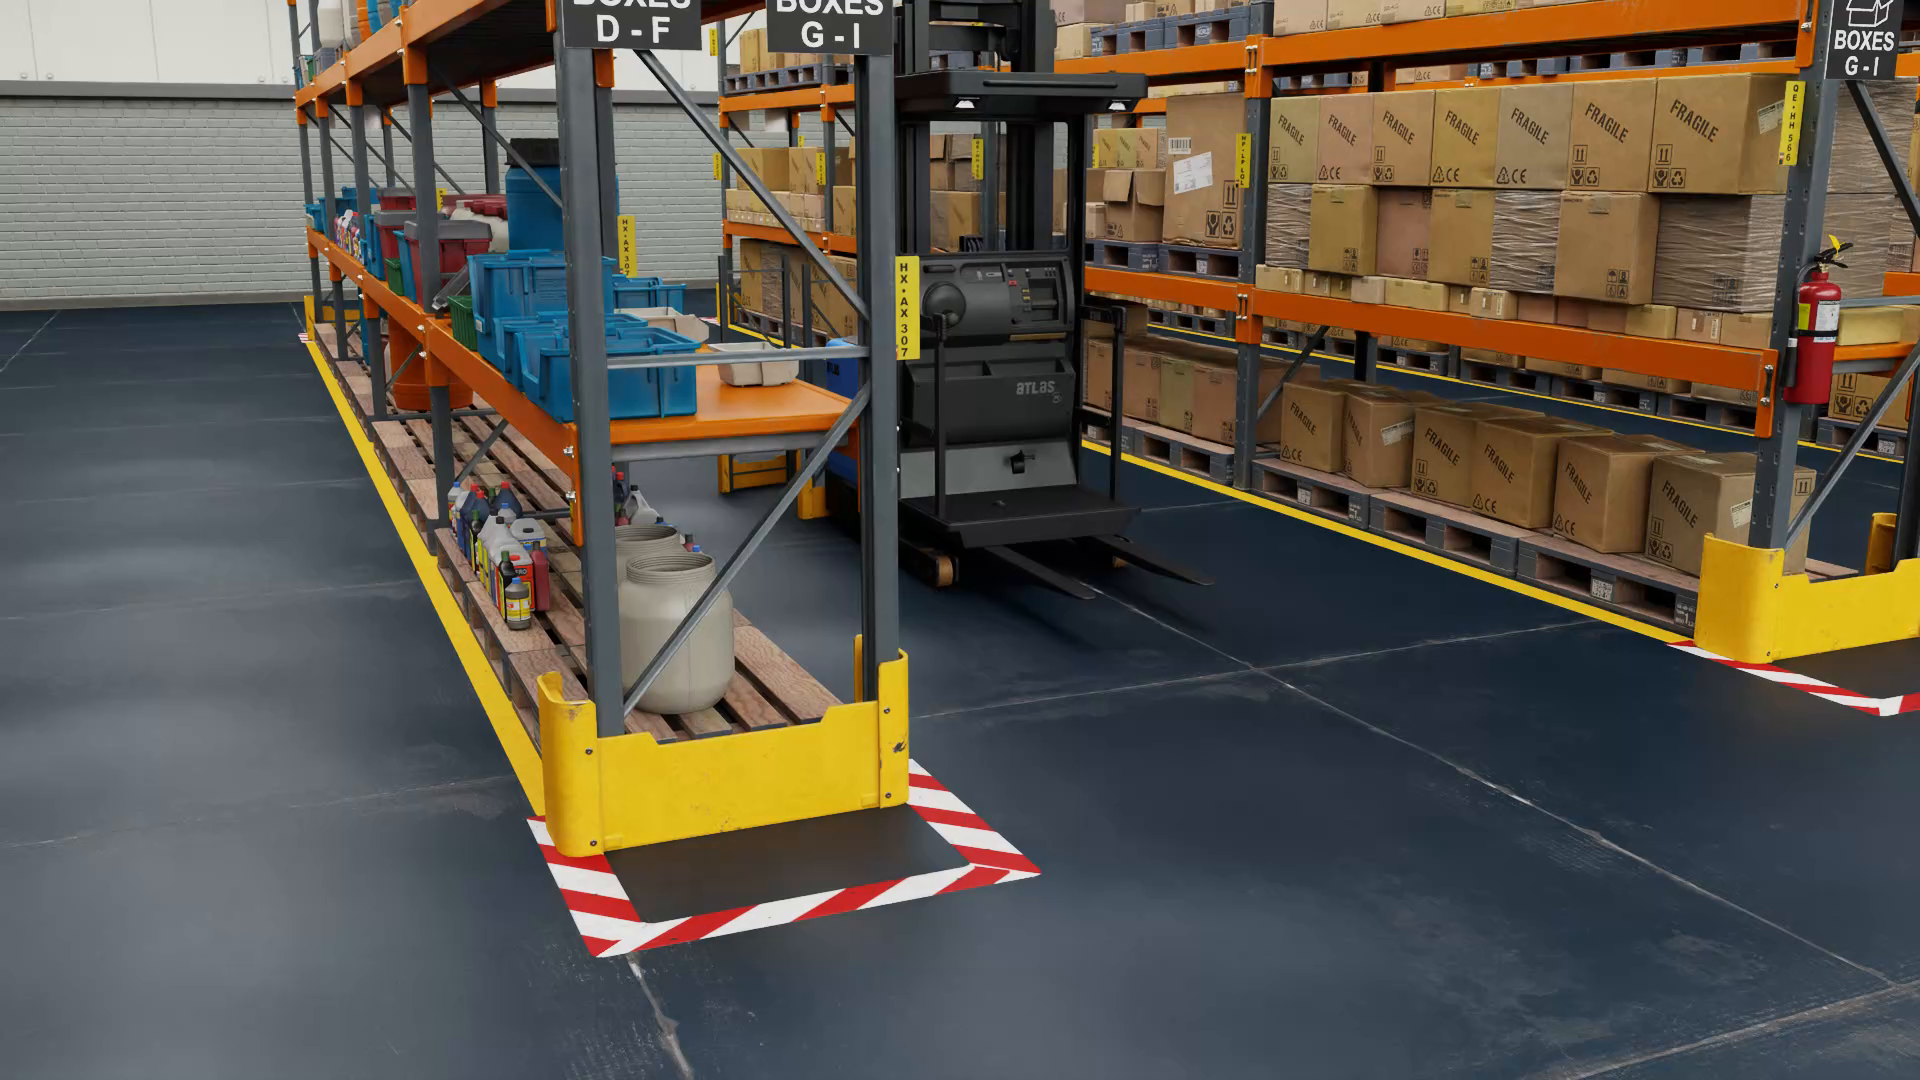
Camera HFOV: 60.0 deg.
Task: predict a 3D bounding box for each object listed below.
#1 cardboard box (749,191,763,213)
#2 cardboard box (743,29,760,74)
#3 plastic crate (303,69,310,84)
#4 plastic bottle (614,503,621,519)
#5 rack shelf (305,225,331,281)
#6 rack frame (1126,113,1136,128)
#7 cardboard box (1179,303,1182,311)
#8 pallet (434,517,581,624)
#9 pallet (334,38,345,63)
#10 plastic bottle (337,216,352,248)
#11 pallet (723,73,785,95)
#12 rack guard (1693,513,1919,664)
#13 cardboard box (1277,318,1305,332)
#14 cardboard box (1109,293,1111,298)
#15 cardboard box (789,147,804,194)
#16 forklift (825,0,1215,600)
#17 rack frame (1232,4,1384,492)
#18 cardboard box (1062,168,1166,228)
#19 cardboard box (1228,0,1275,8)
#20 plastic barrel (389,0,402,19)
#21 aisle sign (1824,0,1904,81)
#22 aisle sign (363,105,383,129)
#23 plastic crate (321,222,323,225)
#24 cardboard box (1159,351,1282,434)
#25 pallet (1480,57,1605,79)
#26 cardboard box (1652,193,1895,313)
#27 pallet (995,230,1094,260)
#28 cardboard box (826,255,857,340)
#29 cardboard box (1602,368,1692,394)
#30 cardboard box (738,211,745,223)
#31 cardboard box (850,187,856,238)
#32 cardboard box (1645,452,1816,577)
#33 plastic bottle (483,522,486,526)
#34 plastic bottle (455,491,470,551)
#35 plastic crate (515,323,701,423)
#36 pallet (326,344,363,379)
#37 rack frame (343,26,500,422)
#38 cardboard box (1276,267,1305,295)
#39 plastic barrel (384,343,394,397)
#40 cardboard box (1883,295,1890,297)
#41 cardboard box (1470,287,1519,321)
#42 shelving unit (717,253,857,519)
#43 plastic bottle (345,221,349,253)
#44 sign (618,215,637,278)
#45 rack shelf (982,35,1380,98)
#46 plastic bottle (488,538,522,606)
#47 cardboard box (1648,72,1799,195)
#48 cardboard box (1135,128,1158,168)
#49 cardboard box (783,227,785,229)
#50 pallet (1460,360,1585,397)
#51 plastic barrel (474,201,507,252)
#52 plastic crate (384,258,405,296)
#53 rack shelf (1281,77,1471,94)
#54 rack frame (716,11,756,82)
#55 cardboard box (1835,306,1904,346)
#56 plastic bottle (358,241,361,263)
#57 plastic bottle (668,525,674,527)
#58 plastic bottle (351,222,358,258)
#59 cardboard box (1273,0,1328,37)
[{"bbox_3d":[-2.196,-4.044,19.862,0.500,0.250,0.500,-6,14,-25],"label":"cardboard box"},{"bbox_3d":[-2.181,-5.840,19.924,0.700,0.500,0.500,-6,14,-25],"label":"cardboard box"},{"bbox_3d":[-6.347,-4.594,16.499,0.293,0.136,0.466,-6,14,-23],"label":"plastic crate"},{"bbox_3d":[-1.640,-0.043,7.951,0.061,0.283,0.133,-6,14,-23],"label":"plastic bottle"},{"bbox_3d":[-6.290,-3.095,17.687,1.077,0.370,4.000,-6,14,-23],"label":"rack shelf"},{"bbox_3d":[2.032,-4.734,23.170,1.000,3.000,0.127,-6,14,-23],"label":"rack frame"},{"bbox_3d":[2.978,-2.948,20.848,0.380,0.149,0.250,-6,14,-24],"label":"cardboard box"},{"bbox_3d":[-2.054,0.121,8.378,1.003,0.211,1.213,-6,14,-23],"label":"pallet"},{"bbox_3d":[-4.628,-4.015,13.831,1.003,0.211,1.213,-6,14,-23],"label":"pallet"},{"bbox_3d":[-5.506,-2.767,14.946,0.152,0.276,0.135,-6,14,-23],"label":"plastic bottle"},{"bbox_3d":[-2.246,-5.572,20.338,1.003,0.211,1.213,-6,14,-23],"label":"pallet"},{"bbox_3d":[3.826,0.201,7.391,1.175,0.500,0.348,-6,14,-23],"label":"rack guard"},{"bbox_3d":[3.901,-2.608,18.599,0.500,0.500,0.500,-5,14,-20],"label":"cardboard box"},{"bbox_3d":[2.234,-3.315,22.431,0.380,0.149,0.250,-5,14,-22],"label":"cardboard box"},{"bbox_3d":[-1.577,-4.092,18.407,0.500,0.500,0.500,-5,14,-22],"label":"cardboard box"},{"bbox_3d":[0.249,-1.298,8.476,1.130,2.935,3.031,-6,14,-23],"label":"forklift"},{"bbox_3d":[2.254,-1.827,10.612,1.000,3.000,0.127,-6,14,-23],"label":"rack frame"},{"bbox_3d":[1.220,-2.693,13.199,0.700,0.500,0.500,-3,13,-15],"label":"cardboard box"},{"bbox_3d":[2.156,-3.650,10.673,0.797,0.503,0.637,-6,14,-26],"label":"cardboard box"},{"bbox_3d":[-2.687,-3.171,8.654,0.600,0.901,0.708,-6,14,-23],"label":"plastic barrel"},{"bbox_3d":[3.606,-2.227,6.576,0.394,0.787,0.004,-6,14,-23],"label":"aisle sign"},{"bbox_3d":[-6.852,-5.167,19.277,0.394,0.787,0.004,-6,14,-23],"label":"aisle sign"},{"bbox_3d":[-6.184,-3.135,16.739,0.437,0.125,0.590,-6,14,-23],"label":"plastic crate"},{"bbox_3d":[1.854,-1.053,11.834,0.700,0.500,0.500,-6,14,-23],"label":"cardboard box"},{"bbox_3d":[5.543,-4.322,15.157,1.213,0.211,1.003,-5,14,-20],"label":"pallet"},{"bbox_3d":[3.661,-1.311,7.498,0.875,0.500,0.500,-6,14,-23],"label":"cardboard box"},{"bbox_3d":[1.035,-2.423,13.610,1.213,0.211,1.003,-6,14,-23],"label":"pallet"},{"bbox_3d":[-0.676,-2.519,17.382,1.225,0.875,0.875,-6,14,-23],"label":"cardboard box"},{"bbox_3d":[6.125,-1.683,14.046,1.050,0.750,0.750,-6,14,-23],"label":"cardboard box"},{"bbox_3d":[-2.506,-3.975,20.450,0.380,0.149,0.250,-6,14,-24],"label":"cardboard box"},{"bbox_3d":[-0.793,-3.307,16.786,0.500,0.500,0.500,-6,14,-23],"label":"cardboard box"},{"bbox_3d":[3.621,-0.118,7.840,0.500,0.500,0.500,-3,13,-13],"label":"cardboard box"},{"bbox_3d":[-2.172,0.005,7.770,0.097,0.271,0.097,0,13,0],"label":"plastic bottle"},{"bbox_3d":[-2.404,-0.097,8.203,0.152,0.276,0.135,-5,14,-21],"label":"plastic bottle"},{"bbox_3d":[-1.157,-0.557,5.455,0.499,0.251,0.616,-6,14,-23],"label":"plastic crate"},{"bbox_3d":[-5.819,-1.823,16.776,1.003,0.211,1.213,-6,14,-23],"label":"pallet"},{"bbox_3d":[-3.887,-2.206,12.250,1.000,3.000,0.127,-6,14,-23],"label":"rack frame"},{"bbox_3d":[2.153,-1.580,10.103,0.380,0.149,0.250,-6,14,-23],"label":"cardboard box"},{"bbox_3d":[-4.406,-1.407,13.382,0.421,0.512,0.421,0,13,0],"label":"plastic barrel"},{"bbox_3d":[12.886,-3.582,22.805,0.500,0.500,0.500,-6,14,-24],"label":"cardboard box"},{"bbox_3d":[2.856,-1.219,8.542,0.380,0.149,0.250,-6,14,-23],"label":"cardboard box"},{"bbox_3d":[-1.011,-0.990,10.319,0.587,1.500,1.083,-9,16,-35],"label":"shelving unit"},{"bbox_3d":[-5.167,-2.574,14.126,0.097,0.271,0.097,0,13,0],"label":"plastic bottle"},{"bbox_3d":[-1.776,-1.562,8.853,0.100,0.325,0.005,-6,14,-23],"label":"sign"},{"bbox_3d":[1.453,-3.351,12.140,1.077,0.370,4.000,-6,14,-23],"label":"rack shelf"},{"bbox_3d":[-1.951,0.136,7.194,0.152,0.276,0.135,-6,14,-25],"label":"plastic bottle"},{"bbox_3d":[3.409,-1.773,7.279,0.500,0.500,0.500,-6,14,-23],"label":"cardboard box"},{"bbox_3d":[2.572,-4.979,21.133,0.500,0.500,0.500,-6,14,-25],"label":"cardboard box"},{"bbox_3d":[-1.786,-3.604,18.845,0.380,0.149,0.250,-5,14,-22],"label":"cardboard box"},{"bbox_3d":[5.483,-1.553,15.610,1.003,0.211,1.213,-6,14,-23],"label":"pallet"},{"bbox_3d":[-2.761,-1.815,10.259,0.433,0.535,0.433,0,13,0],"label":"plastic barrel"},{"bbox_3d":[-3.241,-1.611,10.148,0.450,0.188,0.662,-6,14,-23],"label":"plastic crate"},{"bbox_3d":[4.435,-4.605,17.557,1.077,0.370,4.000,-6,14,-23],"label":"rack shelf"},{"bbox_3d":[-2.553,-7.229,20.648,1.000,3.000,0.127,-6,14,-23],"label":"rack frame"},{"bbox_3d":[3.960,-0.959,7.417,0.380,0.149,0.250,-6,14,-23],"label":"cardboard box"},{"bbox_3d":[-4.601,-2.248,12.870,0.097,0.201,0.097,0,13,0],"label":"plastic bottle"},{"bbox_3d":[-1.300,0.067,7.502,0.097,0.271,0.097,0,13,0],"label":"plastic bottle"},{"bbox_3d":[-4.897,-2.431,13.478,0.061,0.283,0.133,-6,14,-23],"label":"plastic bottle"},{"bbox_3d":[2.199,-3.099,9.789,0.500,0.250,0.500,-6,14,-25],"label":"cardboard box"}]
